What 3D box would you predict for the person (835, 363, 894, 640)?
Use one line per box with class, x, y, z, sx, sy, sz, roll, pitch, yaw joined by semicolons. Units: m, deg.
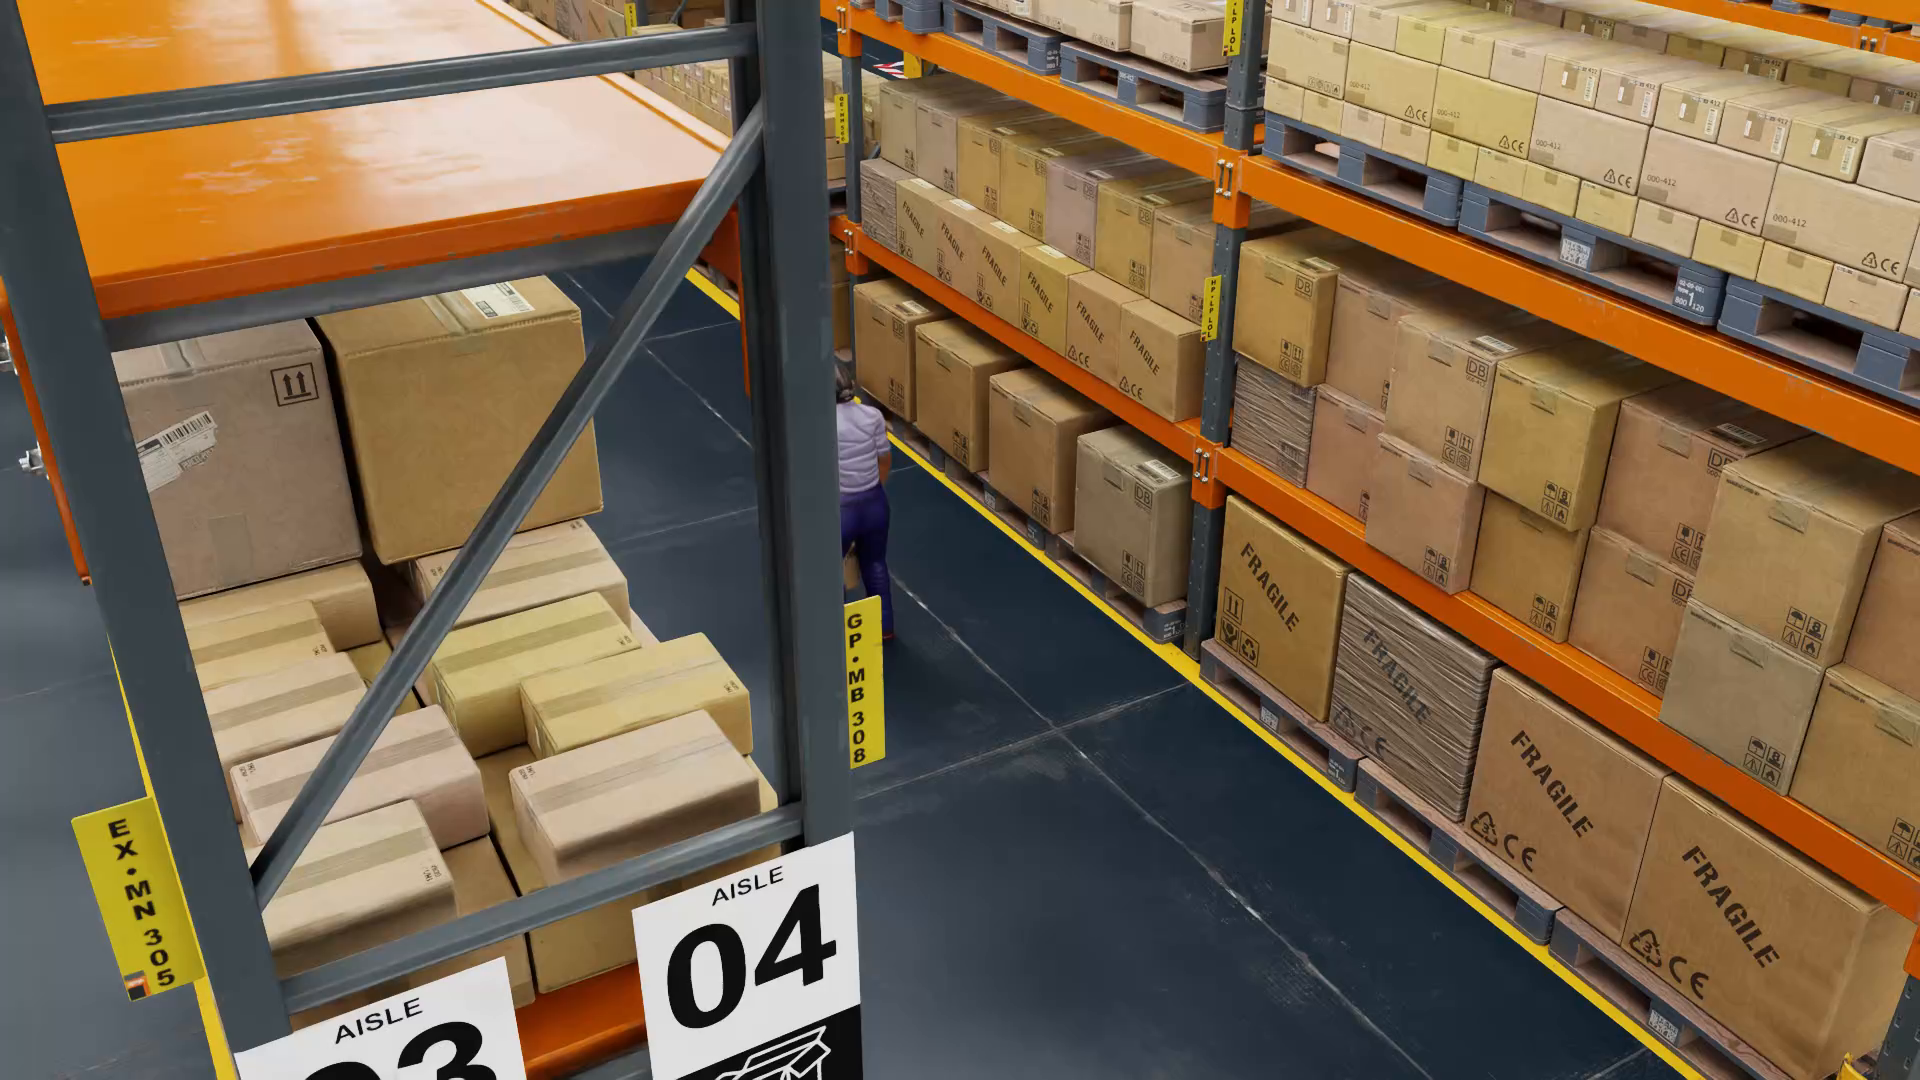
person;-0.589;-0.161;8.849;0.530;1.654;0.368;-17;33;-28
